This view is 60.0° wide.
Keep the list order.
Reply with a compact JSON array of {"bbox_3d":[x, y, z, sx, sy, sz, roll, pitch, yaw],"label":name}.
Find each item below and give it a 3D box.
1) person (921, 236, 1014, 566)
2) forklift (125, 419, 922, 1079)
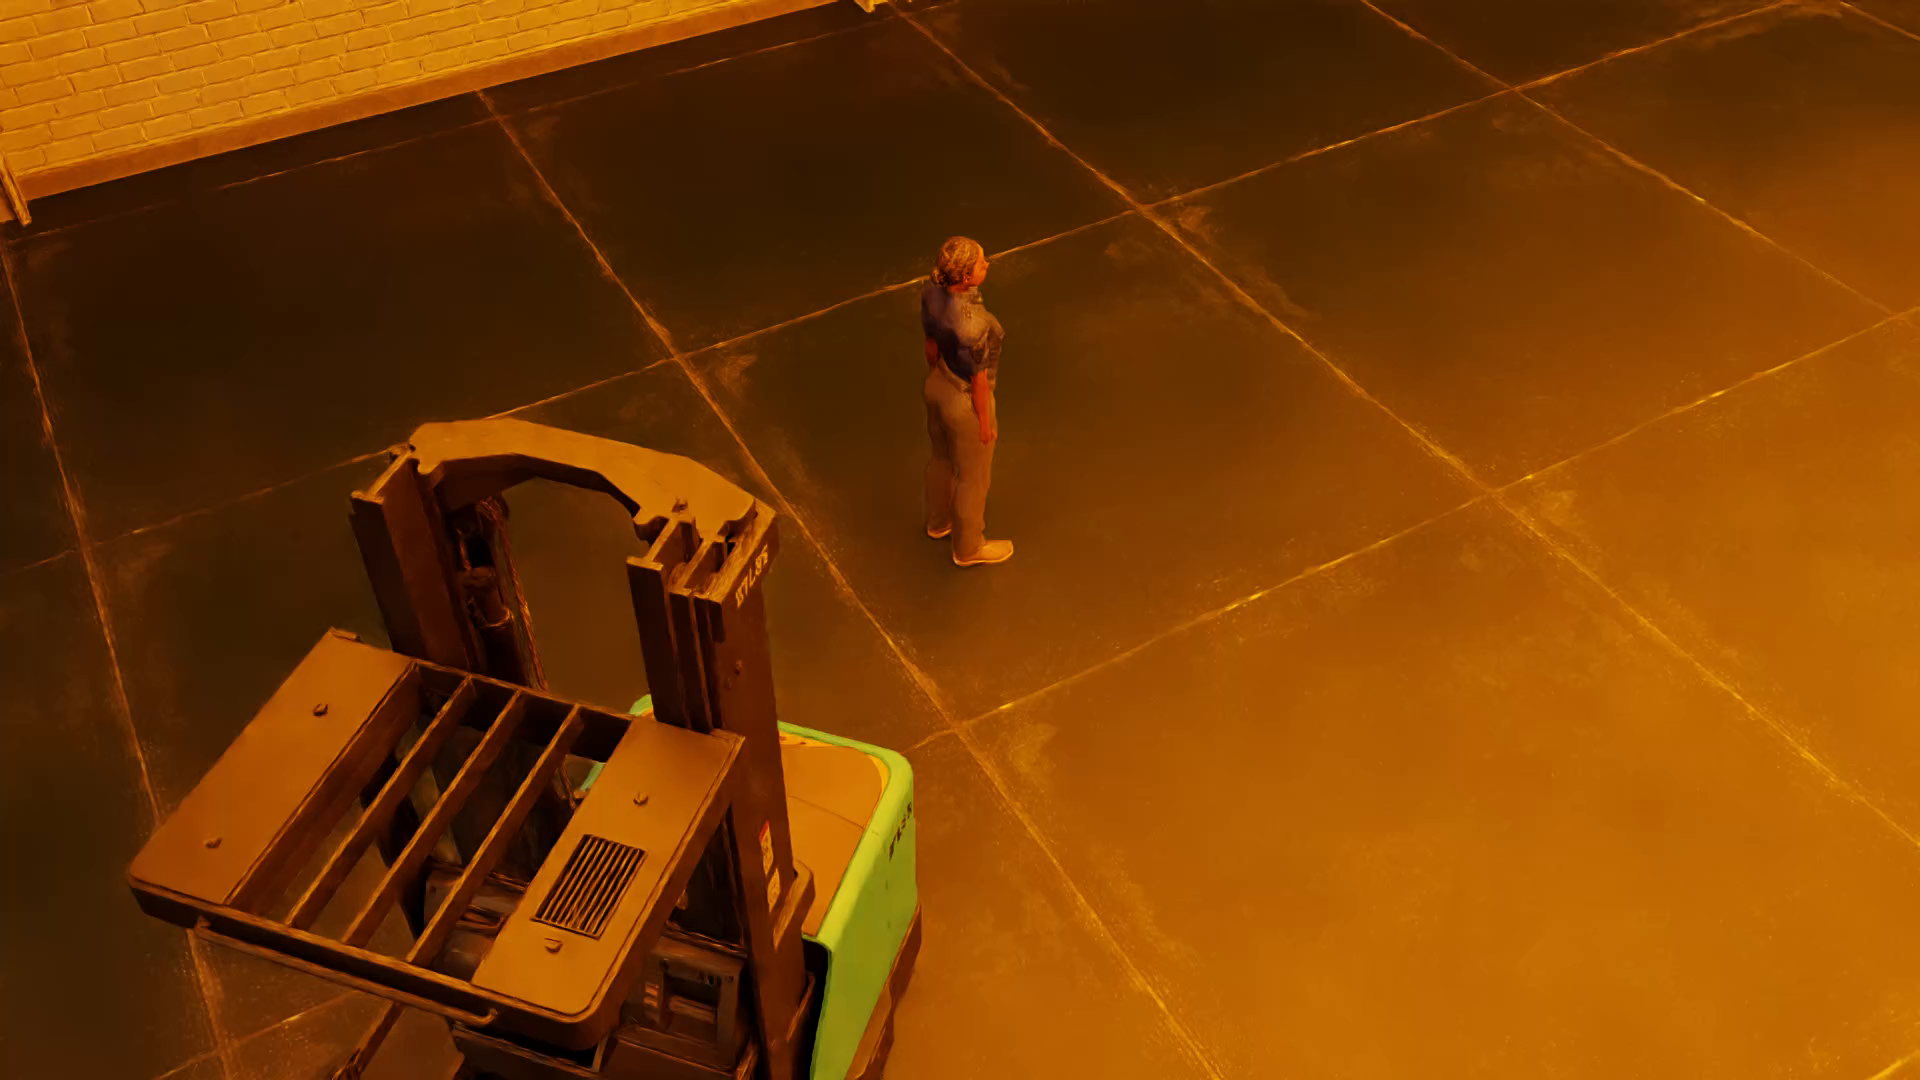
[{"bbox_3d":[0.024,-0.605,7.300,0.320,1.646,0.446,-21,47,-21],"label":"person"},{"bbox_3d":[-1.088,1.273,4.325,1.130,2.935,3.031,13,44,13],"label":"forklift"}]
